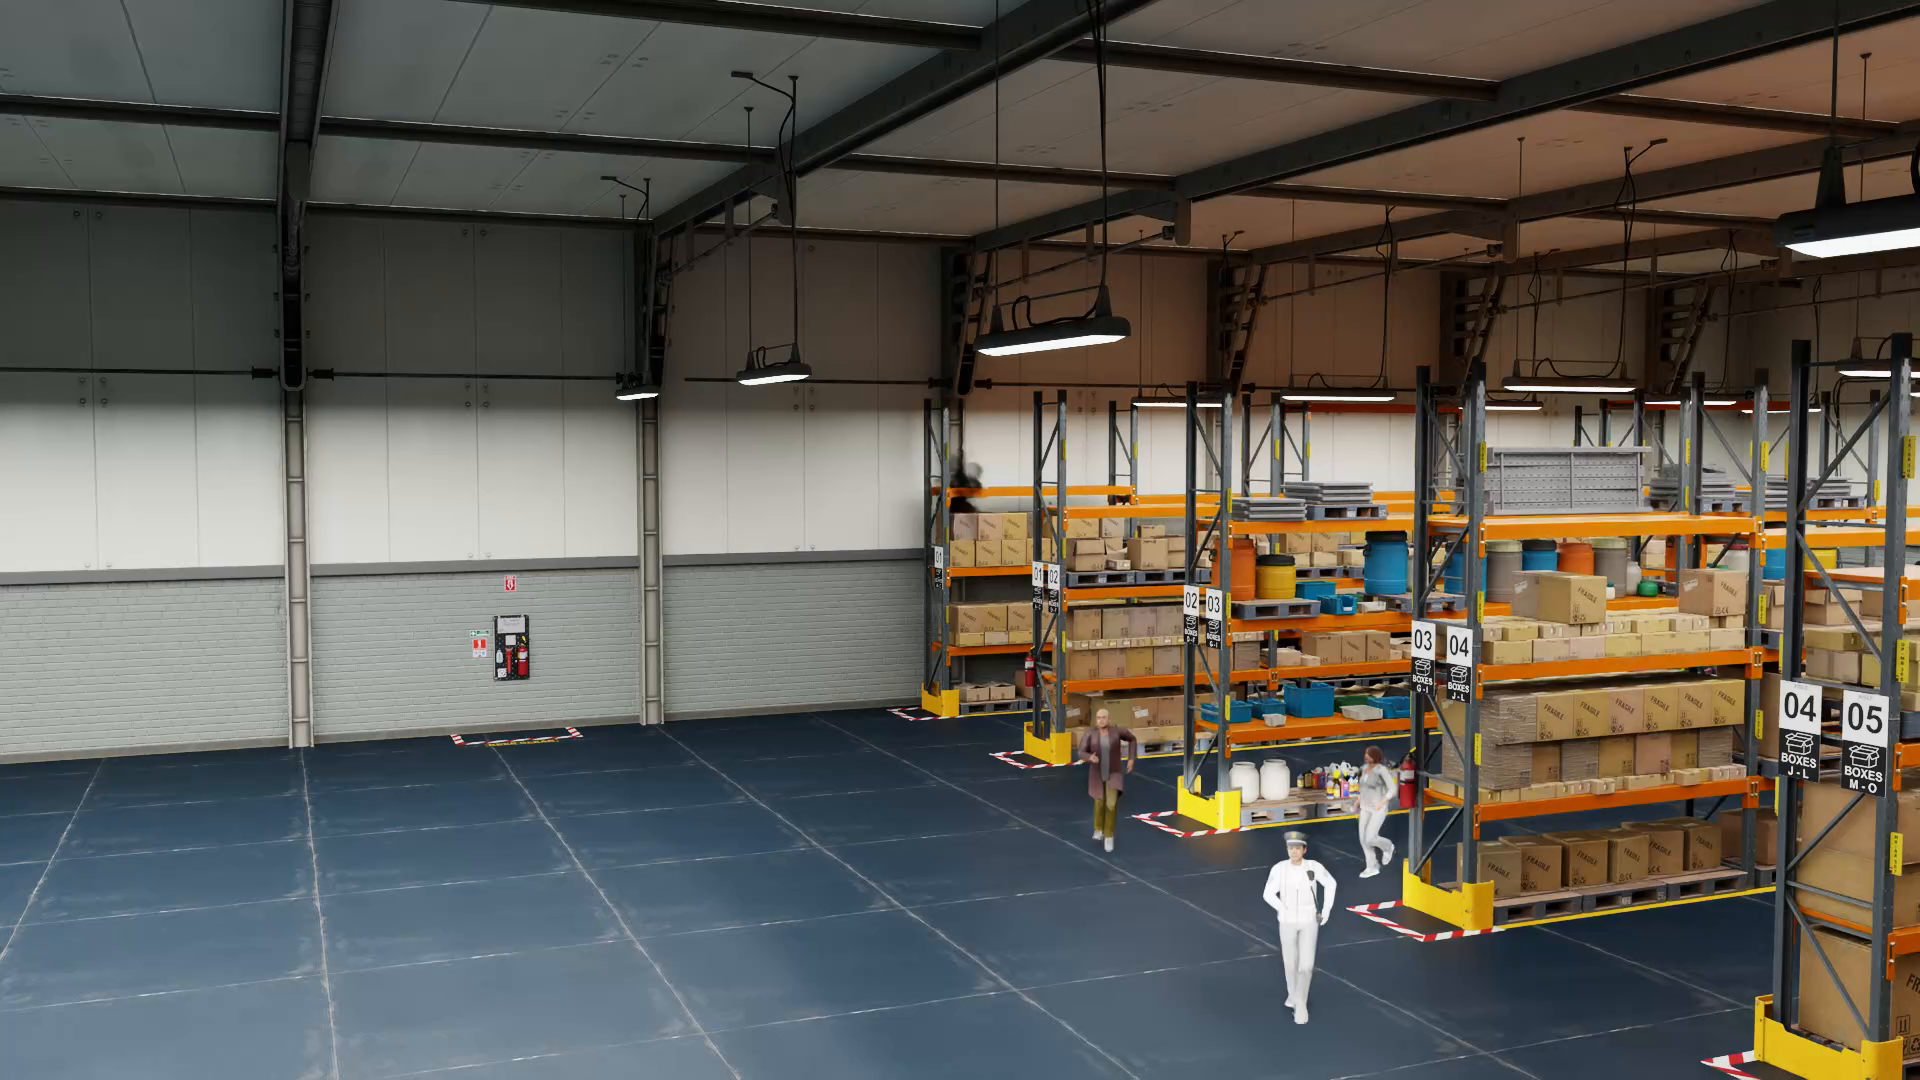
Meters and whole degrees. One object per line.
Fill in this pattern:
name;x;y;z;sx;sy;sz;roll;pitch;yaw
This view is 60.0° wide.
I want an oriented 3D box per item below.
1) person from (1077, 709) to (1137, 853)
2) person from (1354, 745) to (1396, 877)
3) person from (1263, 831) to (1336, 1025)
person;1.869;3.036;21.131;0.728;1.807;0.962;1;3;12
person;4.974;3.226;19.832;0.506;1.568;0.536;-2;4;-30
person;3.036;3.454;14.917;0.616;1.716;0.683;1;4;19
